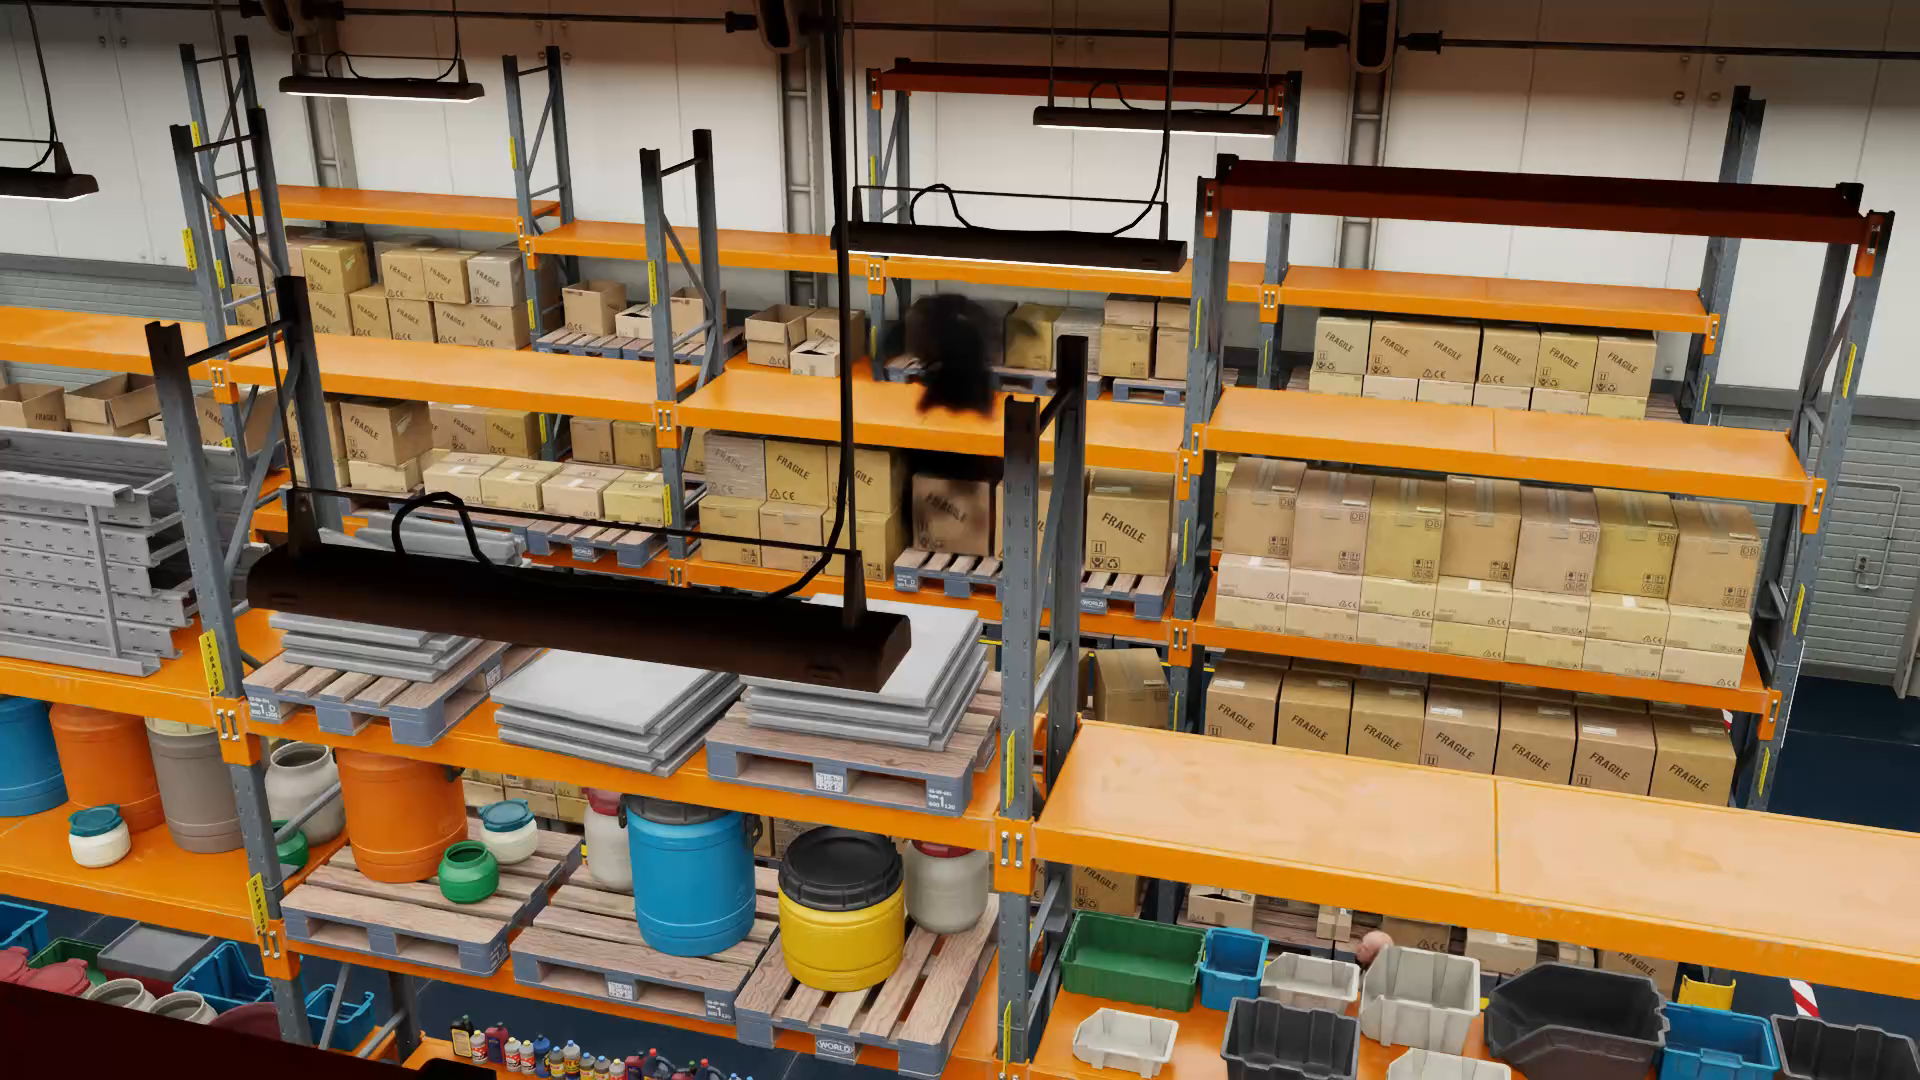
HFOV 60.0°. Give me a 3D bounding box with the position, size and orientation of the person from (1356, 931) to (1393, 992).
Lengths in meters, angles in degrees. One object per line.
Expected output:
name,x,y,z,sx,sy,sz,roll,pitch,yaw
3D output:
person,2.792,3.259,10.794,0.676,1.669,0.660,1,23,3
